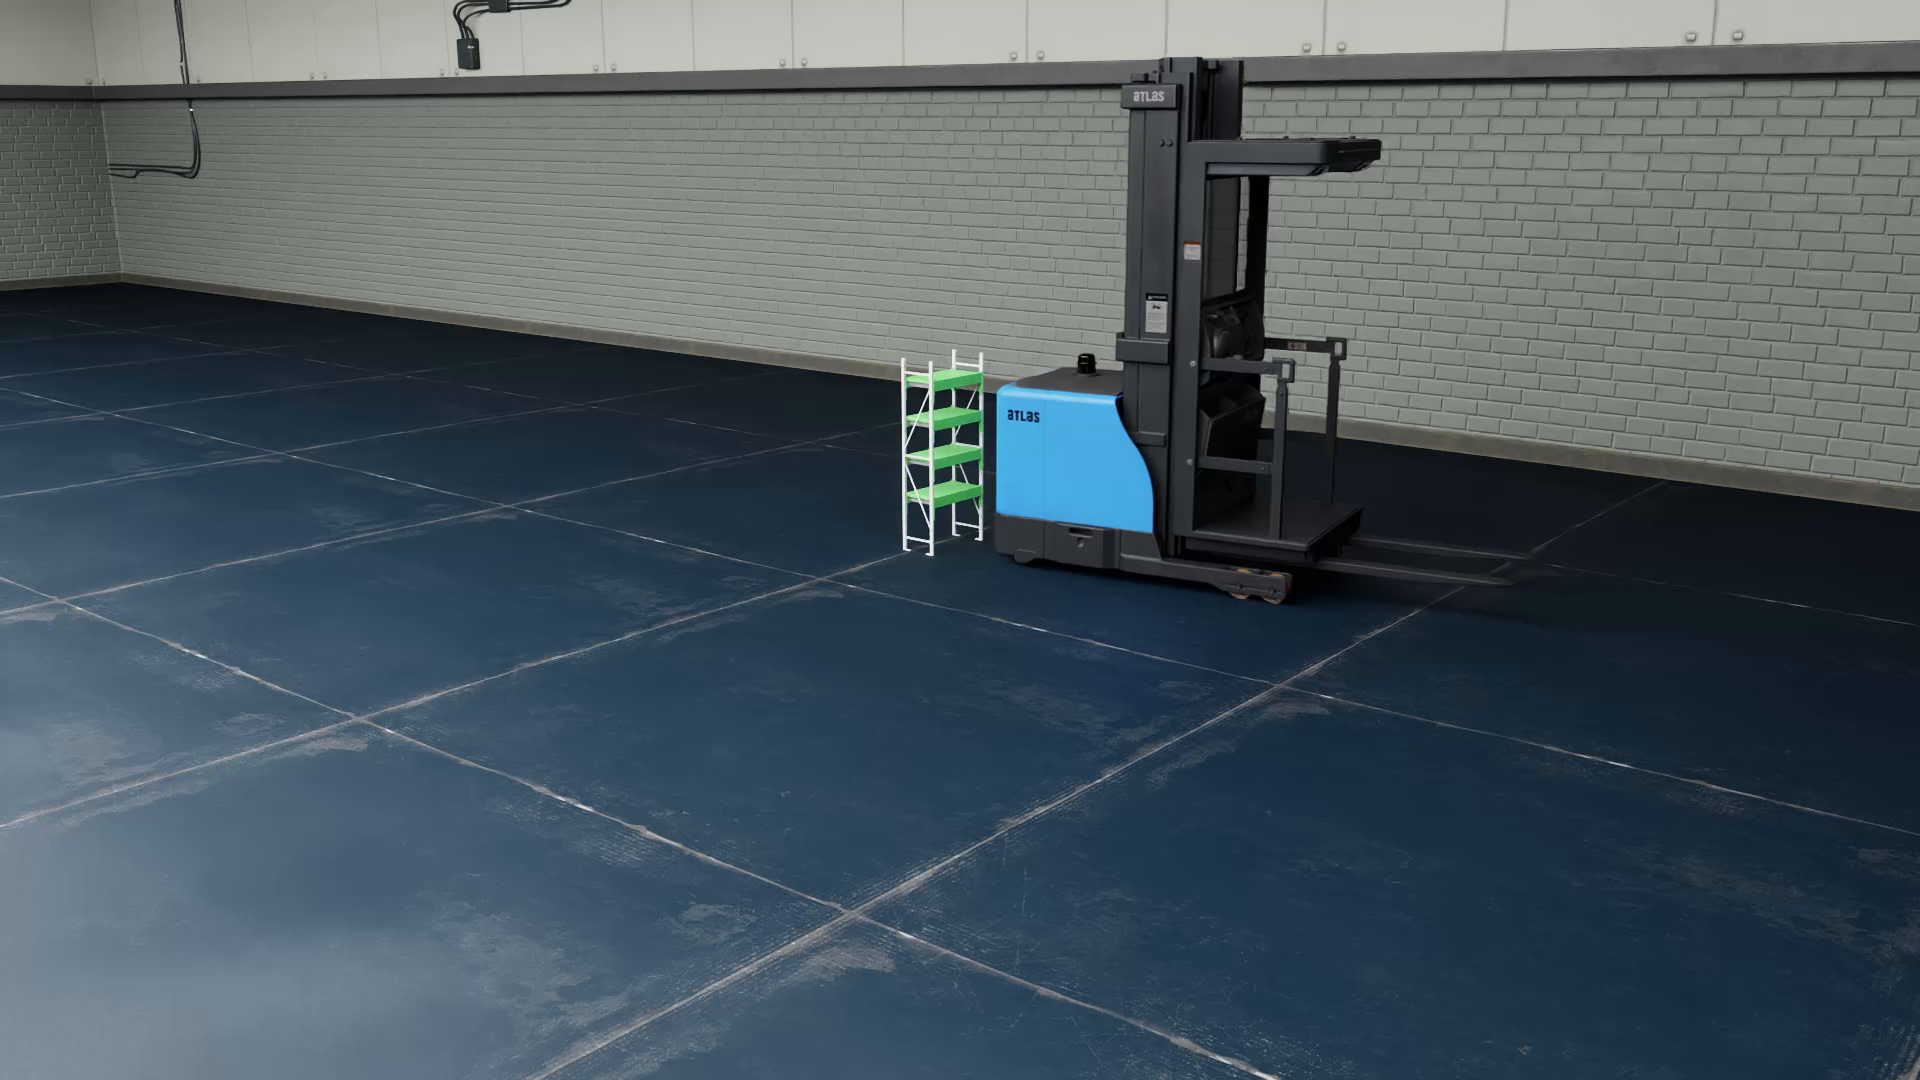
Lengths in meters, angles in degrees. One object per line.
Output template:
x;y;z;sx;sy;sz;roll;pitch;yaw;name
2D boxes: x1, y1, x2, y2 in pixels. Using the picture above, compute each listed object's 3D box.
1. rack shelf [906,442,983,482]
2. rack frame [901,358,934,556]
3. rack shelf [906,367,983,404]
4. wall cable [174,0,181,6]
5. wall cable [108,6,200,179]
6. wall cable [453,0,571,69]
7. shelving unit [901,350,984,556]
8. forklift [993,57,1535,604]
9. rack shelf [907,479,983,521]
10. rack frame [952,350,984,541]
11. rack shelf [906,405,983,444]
-0.104;-0.488;10.366;0.258;0.148;0.480;11;18;38;rack shelf
-0.257;-0.503;10.166;0.240;1.200;0.015;11;18;38;rack frame
-0.104;-0.953;10.248;0.258;0.148;0.480;11;18;38;rack shelf
-10.530;-8.892;23.396;3.097;2.526;0.112;11;18;38;wall cable
-12.634;-6.862;25.666;3.097;2.526;0.112;11;18;38;wall cable
-5.260;-8.543;19.070;2.305;6.003;0.169;11;18;38;wall cable
-0.104;-0.550;10.350;0.258;1.200;0.503;11;18;38;shelving unit
1.745;-1.217;9.459;3.031;2.935;1.130;8;16;28;forklift
-0.104;-0.255;10.425;0.258;0.148;0.480;11;18;38;rack shelf
0.049;-0.597;10.534;0.240;1.200;0.015;11;18;38;rack frame
-0.104;-0.721;10.307;0.258;0.148;0.480;11;18;38;rack shelf
